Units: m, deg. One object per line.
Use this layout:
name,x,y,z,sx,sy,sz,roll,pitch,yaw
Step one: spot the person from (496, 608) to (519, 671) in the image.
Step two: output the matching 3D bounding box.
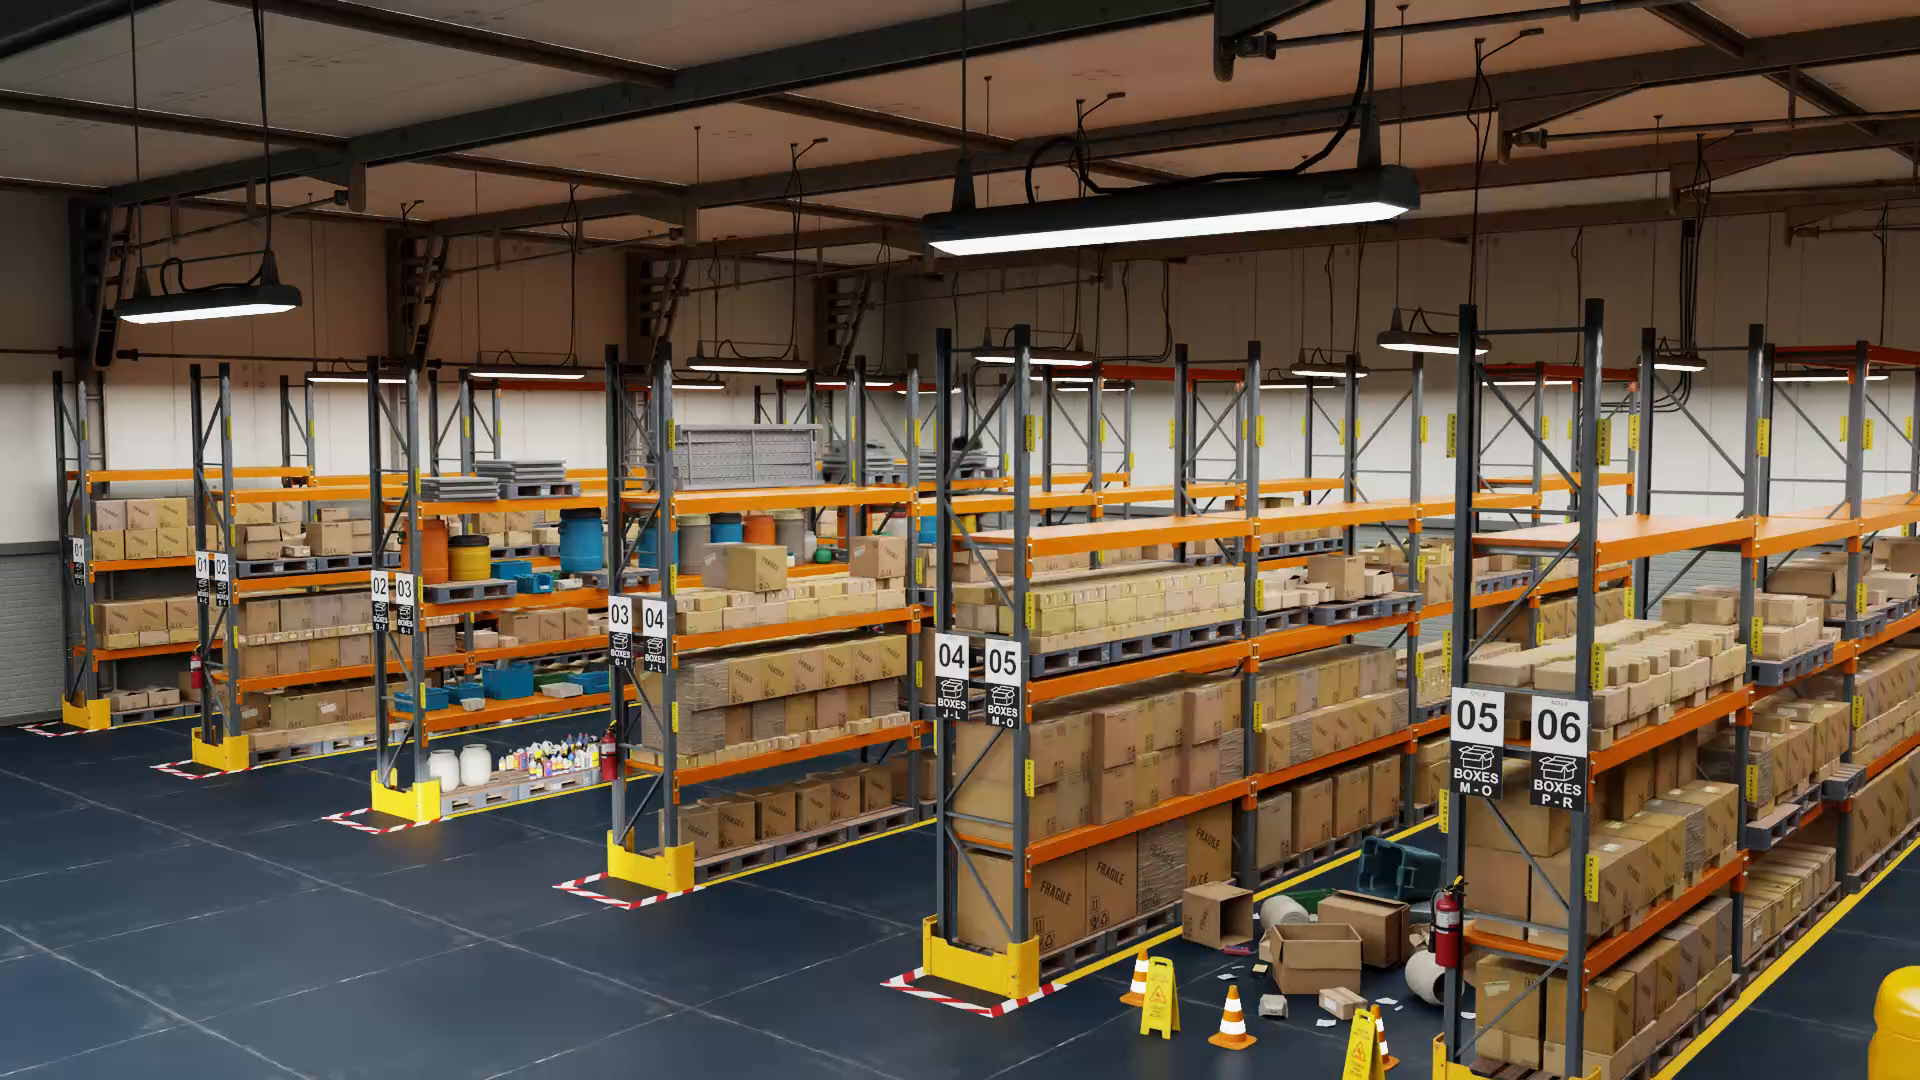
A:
person,-8.487,2.067,31.263,0.693,1.730,0.682,3,5,32
